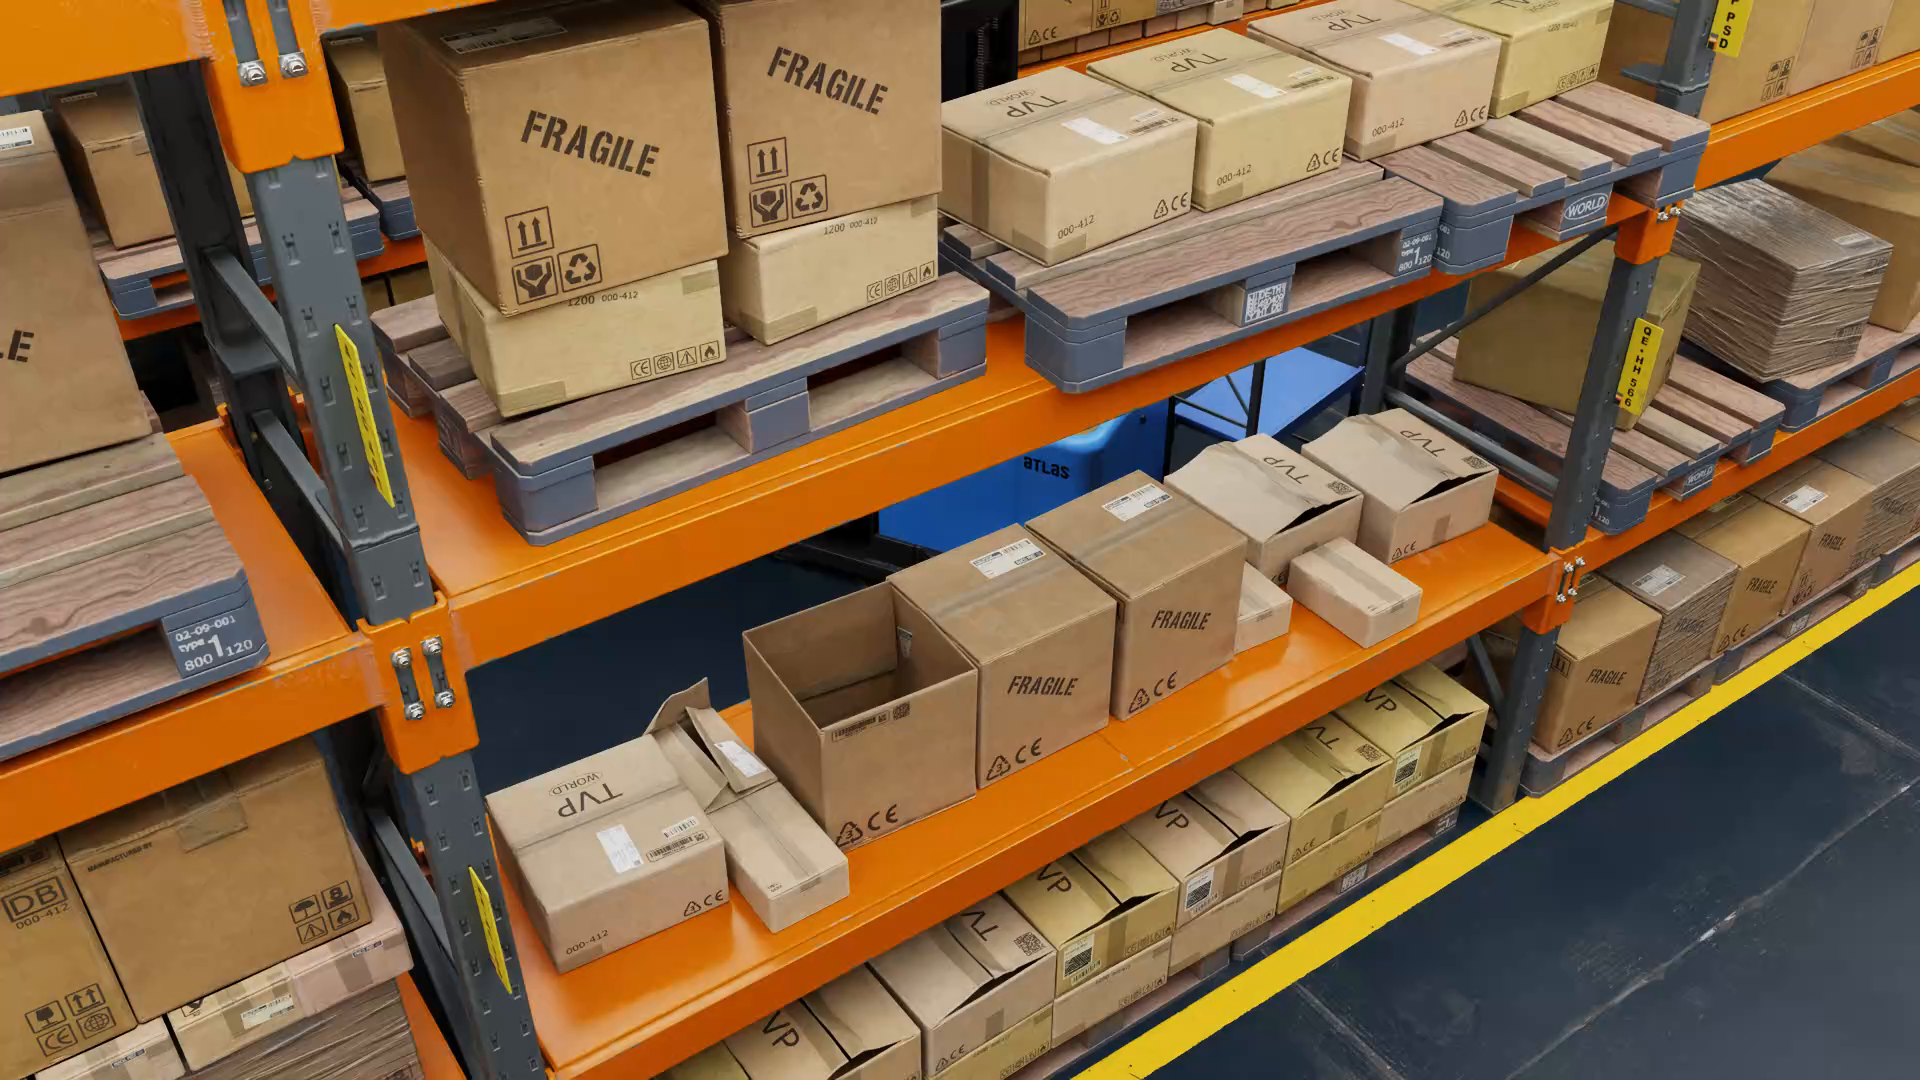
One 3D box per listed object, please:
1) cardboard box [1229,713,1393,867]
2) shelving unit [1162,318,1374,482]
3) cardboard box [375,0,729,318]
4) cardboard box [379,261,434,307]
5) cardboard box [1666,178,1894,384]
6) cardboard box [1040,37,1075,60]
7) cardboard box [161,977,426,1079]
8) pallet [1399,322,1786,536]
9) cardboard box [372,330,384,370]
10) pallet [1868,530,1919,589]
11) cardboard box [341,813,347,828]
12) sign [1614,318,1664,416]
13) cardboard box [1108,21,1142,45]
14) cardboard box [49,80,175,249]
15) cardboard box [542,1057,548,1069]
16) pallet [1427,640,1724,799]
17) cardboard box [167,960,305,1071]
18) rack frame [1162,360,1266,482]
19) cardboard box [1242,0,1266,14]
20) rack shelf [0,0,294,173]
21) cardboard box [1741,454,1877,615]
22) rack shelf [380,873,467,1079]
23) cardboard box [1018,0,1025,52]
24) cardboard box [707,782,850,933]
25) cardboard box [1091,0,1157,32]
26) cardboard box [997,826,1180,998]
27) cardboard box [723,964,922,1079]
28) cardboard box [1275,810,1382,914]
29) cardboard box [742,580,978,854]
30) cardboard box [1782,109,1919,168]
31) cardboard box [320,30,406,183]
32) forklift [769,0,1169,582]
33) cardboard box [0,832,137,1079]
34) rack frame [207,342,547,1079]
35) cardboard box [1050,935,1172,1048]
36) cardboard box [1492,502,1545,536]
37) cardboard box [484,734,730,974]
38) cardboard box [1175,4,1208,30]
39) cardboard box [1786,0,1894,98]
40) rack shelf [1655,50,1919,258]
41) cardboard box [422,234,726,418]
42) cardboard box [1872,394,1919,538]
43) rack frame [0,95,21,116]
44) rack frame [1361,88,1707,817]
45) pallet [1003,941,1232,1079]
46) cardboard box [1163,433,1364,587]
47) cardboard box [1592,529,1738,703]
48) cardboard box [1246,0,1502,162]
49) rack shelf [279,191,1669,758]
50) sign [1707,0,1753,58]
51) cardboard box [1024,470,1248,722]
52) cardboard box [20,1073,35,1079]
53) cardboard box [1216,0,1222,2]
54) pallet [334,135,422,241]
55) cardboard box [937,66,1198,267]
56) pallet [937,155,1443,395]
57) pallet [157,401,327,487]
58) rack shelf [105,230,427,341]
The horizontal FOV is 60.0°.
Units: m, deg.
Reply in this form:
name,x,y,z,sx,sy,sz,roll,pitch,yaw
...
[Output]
name,x,y,z,sx,sy,sz,roll,pitch,yaw
cardboard box,1.205,0.827,6.045,0.500,0.311,0.500,-23,42,-29
shelving unit,1.509,-0.819,8.104,0.538,1.500,1.048,27,44,32
cardboard box,-0.830,-0.837,3.403,0.500,0.500,0.500,-22,41,-27
cardboard box,-2.841,-1.430,8.791,0.500,0.250,0.500,-24,42,-29
cardboard box,3.220,-1.056,6.703,0.500,0.500,0.700,-15,38,-19
cardboard box,0.494,-3.078,10.158,0.250,0.149,0.380,-22,41,-27
cardboard box,-1.716,1.095,4.073,0.500,0.500,0.700,-24,42,-29
pallet,2.426,-0.546,6.604,1.003,0.211,1.213,-22,41,-28
cardboard box,-3.228,-0.997,8.831,0.500,0.500,0.700,-23,42,-29
pallet,4.539,-0.284,8.464,1.213,0.211,1.003,-22,41,-28
cardboard box,-1.688,0.677,4.098,0.250,0.149,0.380,-22,41,-28
sign,2.235,-0.569,5.480,0.005,0.325,0.100,-22,41,-28
cardboard box,0.925,-3.238,10.381,0.250,0.149,0.380,-21,41,-27
cardboard box,-3.778,-1.754,7.657,0.500,0.500,0.700,-22,41,-28
cardboard box,-1.191,1.428,5.210,0.500,0.311,0.500,-22,41,-28
pallet,2.545,0.537,7.323,1.213,0.211,1.003,-22,41,-28
cardboard box,-1.659,0.955,3.712,0.250,0.149,0.380,-23,42,-29
rack frame,1.174,-0.595,7.793,0.500,1.500,0.032,27,44,32
cardboard box,1.782,-3.566,10.838,0.250,0.149,0.380,-21,41,-27
rack shelf,-2.992,-0.325,1.954,4.000,0.370,1.077,-22,41,-28
cardboard box,3.710,-0.066,7.537,0.500,0.500,0.500,-24,42,-29
rack shelf,-2.992,1.948,3.589,4.000,0.370,1.077,-22,41,-28
cardboard box,0.034,-3.108,9.644,0.500,0.500,0.500,-21,41,-26
cardboard box,-0.515,0.885,4.666,0.250,0.149,0.380,-22,41,-28
cardboard box,0.861,-3.453,10.125,0.500,0.500,0.500,-21,41,-27
cardboard box,0.380,1.163,5.578,0.500,0.311,0.500,-21,41,-27
cardboard box,-0.464,1.515,5.089,0.500,0.311,0.500,-23,42,-28
cardboard box,1.204,1.052,6.214,0.500,0.250,0.500,-23,42,-28
cardboard box,-0.289,0.515,4.880,0.500,0.500,0.500,-19,40,-25
cardboard box,4.140,-1.605,7.467,0.500,0.500,0.700,-16,39,-21
cardboard box,-2.797,-2.175,8.243,0.500,0.500,0.700,-17,39,-22
forklift,-0.561,-1.349,7.616,3.031,2.935,1.130,16,39,21
cardboard box,-2.128,0.739,3.457,0.500,0.500,0.700,-22,41,-28
rack frame,-1.357,0.983,4.314,0.127,3.000,1.000,-22,41,-28
cardboard box,0.372,1.394,5.738,0.500,0.250,0.500,-22,41,-27
cardboard box,2.585,-0.278,7.190,0.500,0.250,0.500,-21,41,-26
cardboard box,-0.980,0.858,4.617,0.500,0.250,0.500,-20,40,-25
cardboard box,1.362,-3.399,10.605,0.250,0.149,0.380,-22,41,-28
cardboard box,2.667,-1.955,5.745,0.500,0.500,0.910,-22,41,-28
rack shelf,3.547,-1.961,6.454,4.000,0.370,1.077,-22,41,-28
cardboard box,-0.848,-0.547,3.641,0.500,0.250,0.500,-18,39,-23
cardboard box,4.535,-0.407,8.010,0.500,0.500,0.500,-22,41,-28
rack frame,-4.214,-1.380,7.600,0.127,3.000,1.000,-22,41,-28
rack frame,1.912,-0.362,6.185,0.127,3.000,1.000,-22,41,-28
pallet,0.221,1.436,6.073,1.213,0.211,1.003,-22,41,-28
cardboard box,1.070,-0.118,5.921,0.500,0.311,0.500,-23,42,-28
cardboard box,2.874,0.278,7.058,0.500,0.500,0.500,-24,42,-29
cardboard box,1.156,-1.325,4.723,0.500,0.250,0.500,-21,41,-27
rack shelf,0.278,-0.615,4.584,4.000,0.370,1.077,-22,41,-28
sign,2.226,-1.554,4.763,0.005,0.325,0.100,-22,41,-28
cardboard box,0.550,0.169,5.360,0.500,0.500,0.500,-25,42,-30
cardboard box,-2.086,1.133,3.464,0.250,0.149,0.380,-22,41,-28
cardboard box,1.682,-3.788,10.591,0.500,0.500,0.500,-22,41,-28
pallet,-2.539,-1.962,8.573,1.213,0.211,1.003,-22,41,-28
cardboard box,0.241,-0.958,4.213,0.500,0.250,0.500,-26,43,-32
pallet,0.497,-0.855,4.462,1.213,0.211,1.003,-20,40,-26
pallet,-3.578,-0.510,8.779,1.213,0.211,1.003,-22,41,-28
rack shelf,-2.579,-1.761,8.745,4.000,0.370,1.077,-22,41,-28
